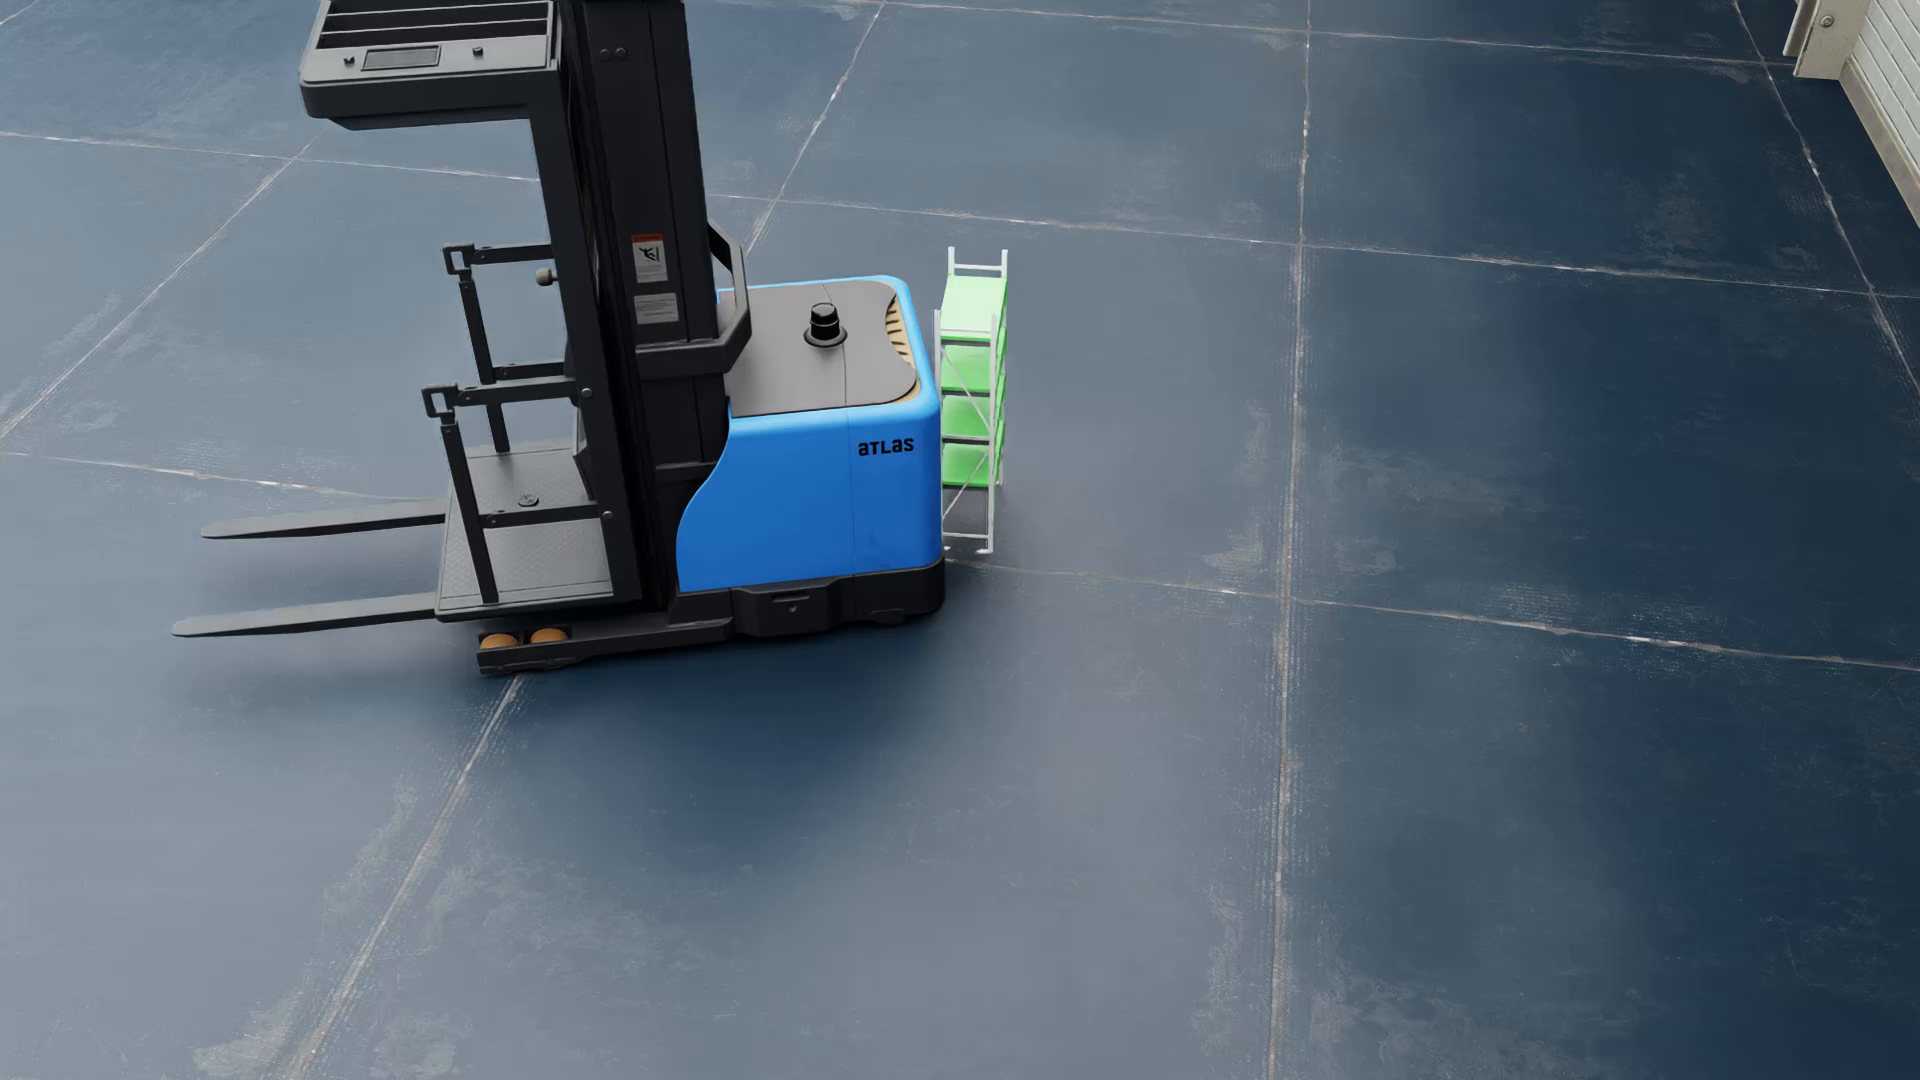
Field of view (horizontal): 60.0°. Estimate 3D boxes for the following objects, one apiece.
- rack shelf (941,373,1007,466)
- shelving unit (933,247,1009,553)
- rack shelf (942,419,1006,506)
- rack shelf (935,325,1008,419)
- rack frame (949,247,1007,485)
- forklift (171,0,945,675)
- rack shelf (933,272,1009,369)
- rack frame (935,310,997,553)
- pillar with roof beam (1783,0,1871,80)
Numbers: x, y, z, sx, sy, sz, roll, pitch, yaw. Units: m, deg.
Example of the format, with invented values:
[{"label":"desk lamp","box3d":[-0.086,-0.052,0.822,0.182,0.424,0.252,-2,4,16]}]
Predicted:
[{"label":"rack shelf","box3d":[0.048,-0.523,7.041,0.258,0.148,0.480,4,40,5]},{"label":"shelving unit","box3d":[0.048,-0.572,7.000,0.258,1.200,0.503,4,40,5]},{"label":"rack shelf","box3d":[0.048,-0.338,7.194,0.258,0.148,0.480,4,40,5]},{"label":"rack shelf","box3d":[0.048,-0.708,6.888,0.258,0.148,0.480,4,40,5]},{"label":"rack frame","box3d":[0.074,-0.727,7.187,0.240,1.200,0.015,4,40,5]},{"label":"forklift","box3d":[-1.625,-0.958,6.109,3.031,2.935,1.130,-6,40,-7]},{"label":"rack shelf","box3d":[0.048,-0.893,6.735,0.258,0.148,0.480,4,40,5]},{"label":"rack frame","box3d":[0.022,-0.418,6.813,0.240,1.200,0.015,4,40,5]},{"label":"pillar with roof beam","box3d":[1.436,-7.098,8.773,9.100,9.000,0.400,6,40,8]}]
